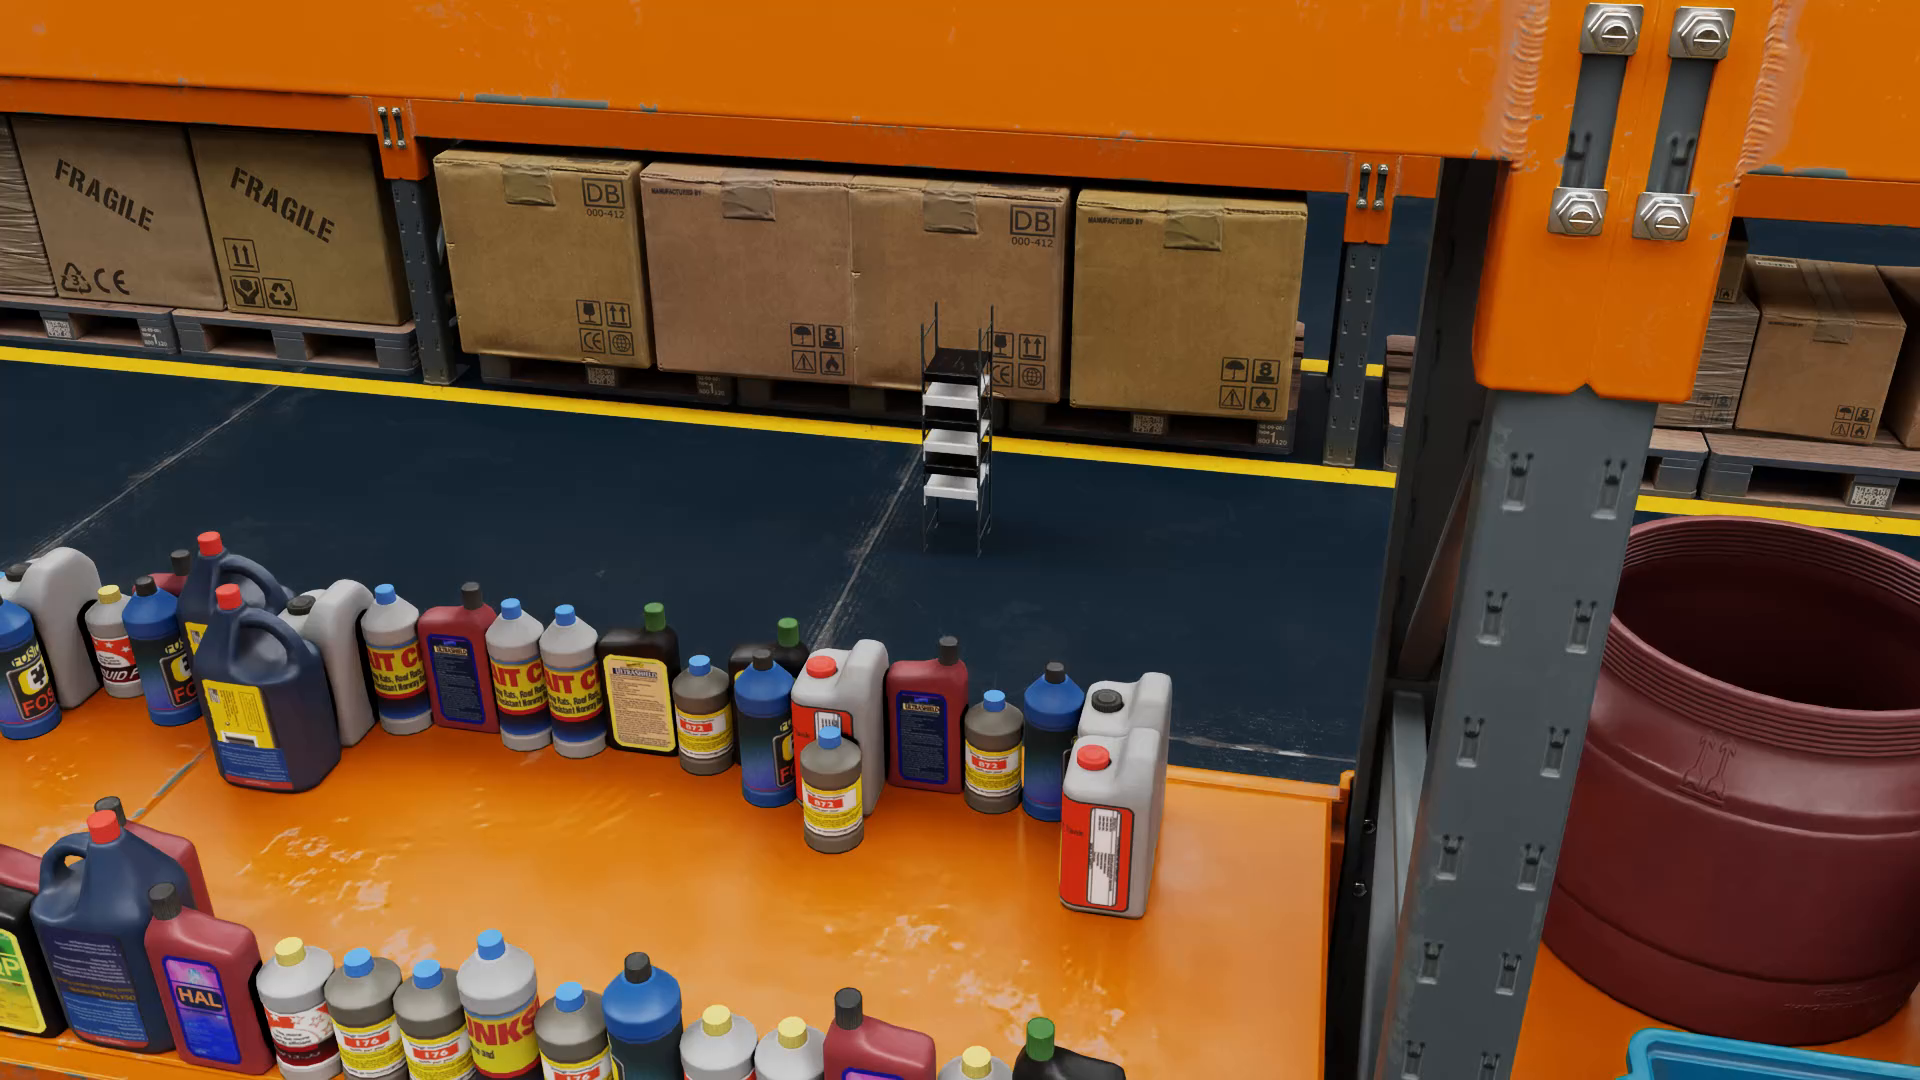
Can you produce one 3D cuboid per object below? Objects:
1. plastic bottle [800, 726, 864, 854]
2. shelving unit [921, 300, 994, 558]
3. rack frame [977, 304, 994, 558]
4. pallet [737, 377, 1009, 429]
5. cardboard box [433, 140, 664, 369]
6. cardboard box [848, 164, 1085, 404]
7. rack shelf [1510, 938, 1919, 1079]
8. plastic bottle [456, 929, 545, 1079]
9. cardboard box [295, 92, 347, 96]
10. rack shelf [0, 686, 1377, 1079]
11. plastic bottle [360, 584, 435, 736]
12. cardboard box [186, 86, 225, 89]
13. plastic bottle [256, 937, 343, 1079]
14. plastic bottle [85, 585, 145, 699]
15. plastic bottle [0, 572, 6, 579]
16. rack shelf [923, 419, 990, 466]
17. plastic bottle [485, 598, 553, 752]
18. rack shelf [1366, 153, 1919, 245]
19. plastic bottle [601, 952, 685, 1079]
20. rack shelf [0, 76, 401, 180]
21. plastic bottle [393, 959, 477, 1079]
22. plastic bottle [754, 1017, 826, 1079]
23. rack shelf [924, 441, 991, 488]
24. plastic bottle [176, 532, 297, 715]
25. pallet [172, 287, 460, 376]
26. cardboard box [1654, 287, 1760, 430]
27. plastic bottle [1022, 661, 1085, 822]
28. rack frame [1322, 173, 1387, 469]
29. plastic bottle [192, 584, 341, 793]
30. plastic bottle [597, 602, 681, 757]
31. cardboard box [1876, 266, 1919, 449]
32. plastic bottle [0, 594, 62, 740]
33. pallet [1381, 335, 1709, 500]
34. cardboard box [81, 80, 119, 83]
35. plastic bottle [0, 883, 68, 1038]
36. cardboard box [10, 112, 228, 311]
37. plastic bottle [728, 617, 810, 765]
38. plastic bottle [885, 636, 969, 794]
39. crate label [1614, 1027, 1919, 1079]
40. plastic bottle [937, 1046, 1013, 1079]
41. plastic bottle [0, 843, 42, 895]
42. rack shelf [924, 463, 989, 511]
[{"bbox_3d":[-0.202,0.386,2.627,0.097,0.201,0.097,0,29,0],"label":"plastic bottle"},{"bbox_3d":[-0.008,-0.396,6.035,0.210,0.900,0.258,6,29,11],"label":"shelving unit"},{"bbox_3d":[0.091,-0.385,6.017,0.006,0.900,0.240,6,29,11],"label":"rack frame"},{"bbox_3d":[-0.297,-0.860,7.602,1.213,0.211,1.003,6,29,11],"label":"pallet"},{"bbox_3d":[-1.634,-1.444,7.539,0.875,0.875,1.225,6,29,11],"label":"cardboard box"},{"bbox_3d":[0.107,-1.270,7.221,0.875,0.875,1.225,6,29,11],"label":"cardboard box"},{"bbox_3d":[2.570,0.997,2.055,4.000,0.370,1.077,6,29,11],"label":"rack shelf"},{"bbox_3d":[-0.587,0.614,2.138,0.097,0.271,0.097,0,29,0],"label":"plastic bottle"},{"bbox_3d":[-2.630,-2.013,7.065,0.250,0.149,0.380,6,29,11],"label":"cardboard box"},{"bbox_3d":[-1.342,0.595,2.788,4.000,0.370,1.077,6,29,11],"label":"rack shelf"},{"bbox_3d":[-0.979,0.201,2.893,0.097,0.271,0.097,0,29,0],"label":"plastic bottle"},{"bbox_3d":[-3.133,-2.065,7.159,0.250,0.149,0.380,5,29,10],"label":"cardboard box"},{"bbox_3d":[-0.872,0.616,2.209,0.097,0.201,0.097,0,29,0],"label":"plastic bottle"},{"bbox_3d":[-1.517,0.177,3.010,0.097,0.201,0.097,0,29,0],"label":"plastic bottle"},{"bbox_3d":[-1.744,0.154,3.053,0.097,0.201,0.097,0,29,0],"label":"plastic bottle"},{"bbox_3d":[-0.008,-0.366,6.051,0.200,0.077,0.258,6,29,11],"label":"rack shelf"},{"bbox_3d":[-0.754,0.225,2.850,0.097,0.271,0.097,0,29,0],"label":"plastic bottle"},{"bbox_3d":[3.604,-1.329,6.304,4.000,0.370,1.077,6,29,11],"label":"rack shelf"},{"bbox_3d":[-0.396,0.634,2.103,0.097,0.271,0.097,0,29,0],"label":"plastic bottle"},{"bbox_3d":[-4.220,-2.132,7.769,4.000,0.370,1.077,6,29,11],"label":"rack shelf"},{"bbox_3d":[-0.682,0.635,2.173,0.097,0.201,0.097,0,29,0],"label":"plastic bottle"},{"bbox_3d":[-0.206,0.684,2.084,0.097,0.201,0.097,0,29,0],"label":"plastic bottle"},{"bbox_3d":[-0.008,-0.287,6.095,0.200,0.077,0.258,6,29,11],"label":"rack shelf"},{"bbox_3d":[-1.254,0.150,2.904,0.185,0.351,0.144,6,29,11],"label":"plastic bottle"},{"bbox_3d":[-2.991,-1.137,8.106,1.213,0.211,1.003,6,29,11],"label":"pallet"},{"bbox_3d":[2.852,-0.835,6.796,0.500,0.500,0.700,3,29,6],"label":"cardboard box"},{"bbox_3d":[0.150,0.317,2.681,0.097,0.271,0.097,0,29,0],"label":"plastic bottle"},{"bbox_3d":[1.648,-1.846,6.498,0.127,3.000,1.000,6,29,11],"label":"rack frame"},{"bbox_3d":[-1.154,0.235,2.749,0.185,0.351,0.144,6,29,11],"label":"plastic bottle"},{"bbox_3d":[-0.542,0.232,2.824,0.133,0.283,0.061,6,29,11],"label":"plastic bottle"},{"bbox_3d":[3.954,-0.725,6.596,0.500,0.500,0.700,3,29,6],"label":"cardboard box"},{"bbox_3d":[-1.644,0.208,2.881,0.097,0.271,0.097,0,29,0],"label":"plastic bottle"},{"bbox_3d":[2.412,-0.543,7.023,1.213,0.211,1.003,6,29,11],"label":"pallet"},{"bbox_3d":[-3.637,-2.116,7.253,0.250,0.149,0.380,6,29,12],"label":"cardboard box"},{"bbox_3d":[-1.300,0.545,2.253,0.133,0.283,0.061,6,29,11],"label":"plastic bottle"},{"bbox_3d":[-3.773,-1.693,7.994,0.875,0.875,0.875,6,29,11],"label":"cardboard box"},{"bbox_3d":[-0.316,0.255,2.782,0.133,0.283,0.061,6,29,11],"label":"plastic bottle"},{"bbox_3d":[-0.054,0.282,2.733,0.133,0.283,0.061,6,29,11],"label":"plastic bottle"},{"bbox_3d":[0.947,0.772,1.890,0.416,0.233,0.303,6,29,11],"label":"crate label"},{"bbox_3d":[0.020,0.707,2.041,0.097,0.201,0.097,0,29,0],"label":"plastic bottle"},{"bbox_3d":[-1.287,0.516,2.305,0.133,0.283,0.061,6,29,11],"label":"plastic bottle"},{"bbox_3d":[-0.008,-0.208,6.138,0.200,0.077,0.258,6,29,11],"label":"rack shelf"}]
